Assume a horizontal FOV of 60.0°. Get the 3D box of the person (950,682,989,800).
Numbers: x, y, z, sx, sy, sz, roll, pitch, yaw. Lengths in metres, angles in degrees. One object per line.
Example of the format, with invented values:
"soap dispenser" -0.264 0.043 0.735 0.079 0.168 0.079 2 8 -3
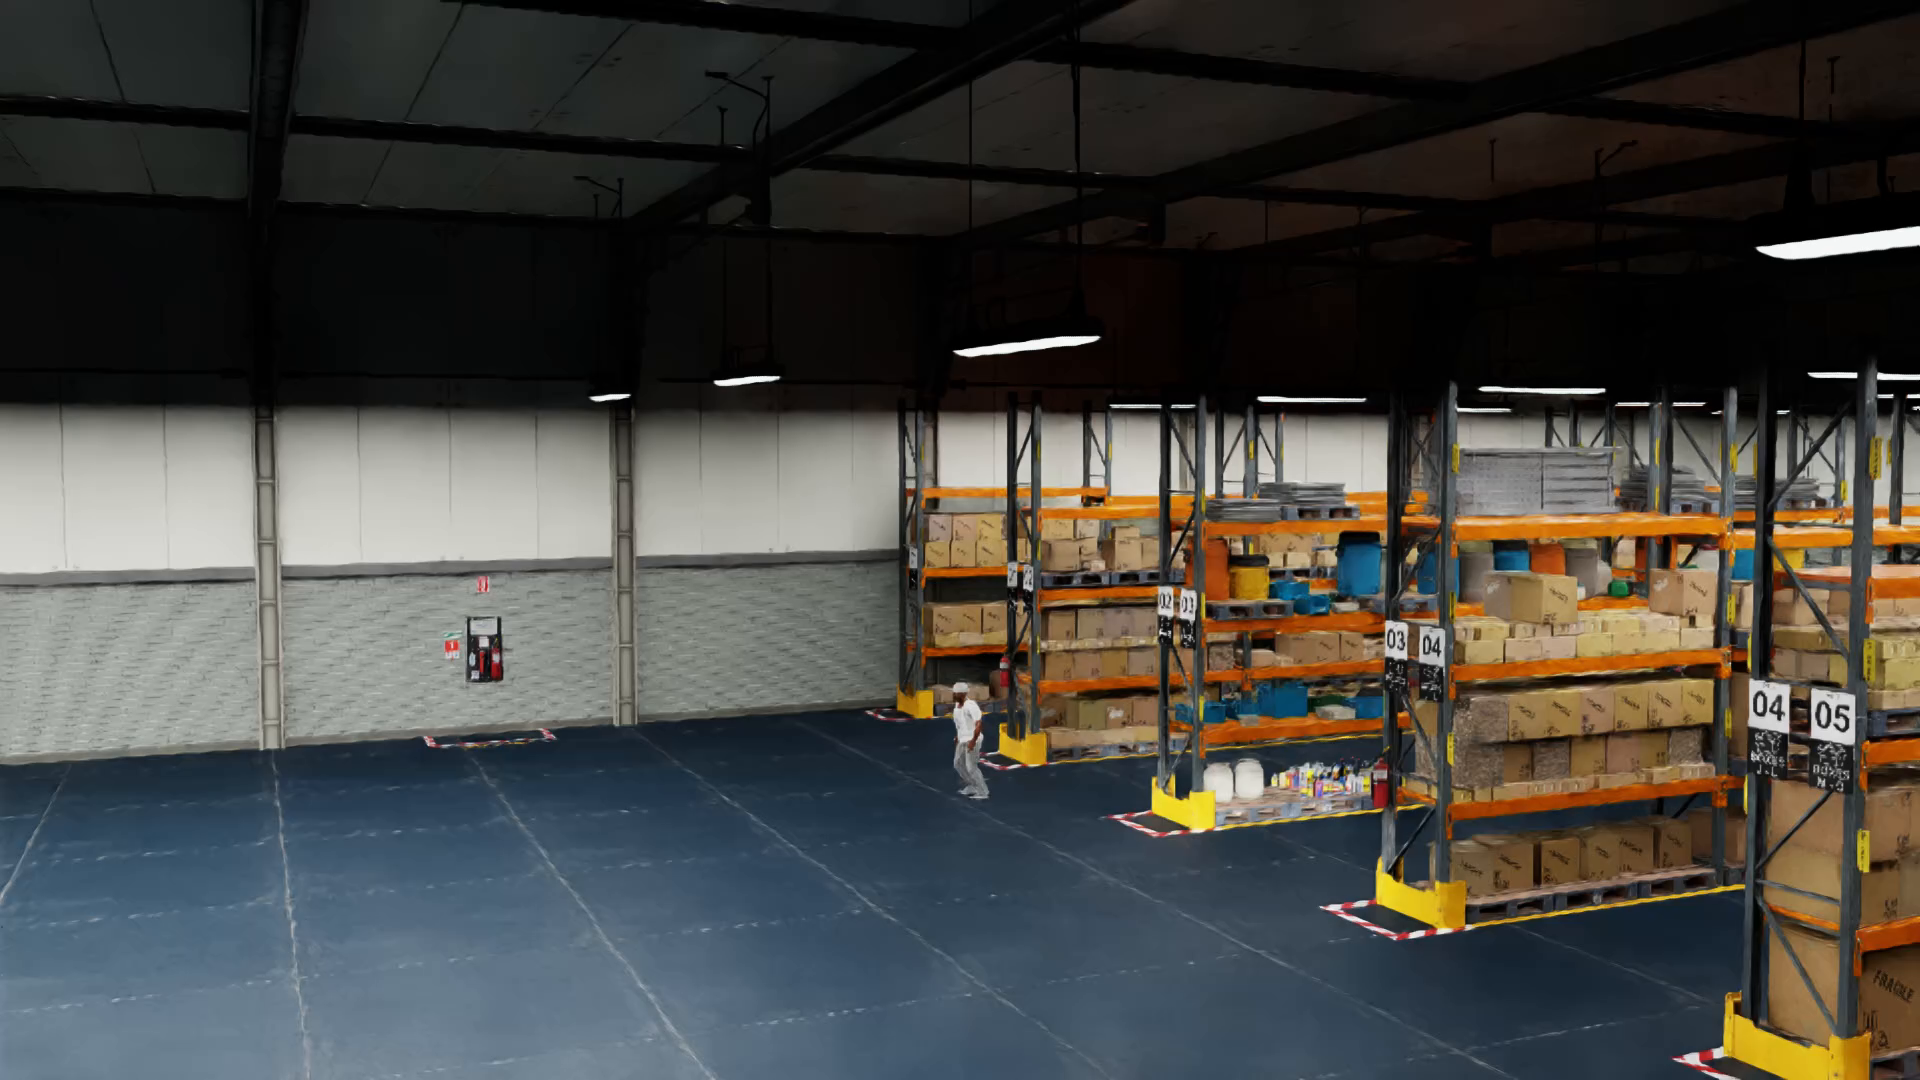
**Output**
"person" 0.111 2.902 24.118 0.578 1.714 0.719 -2 4 -26
